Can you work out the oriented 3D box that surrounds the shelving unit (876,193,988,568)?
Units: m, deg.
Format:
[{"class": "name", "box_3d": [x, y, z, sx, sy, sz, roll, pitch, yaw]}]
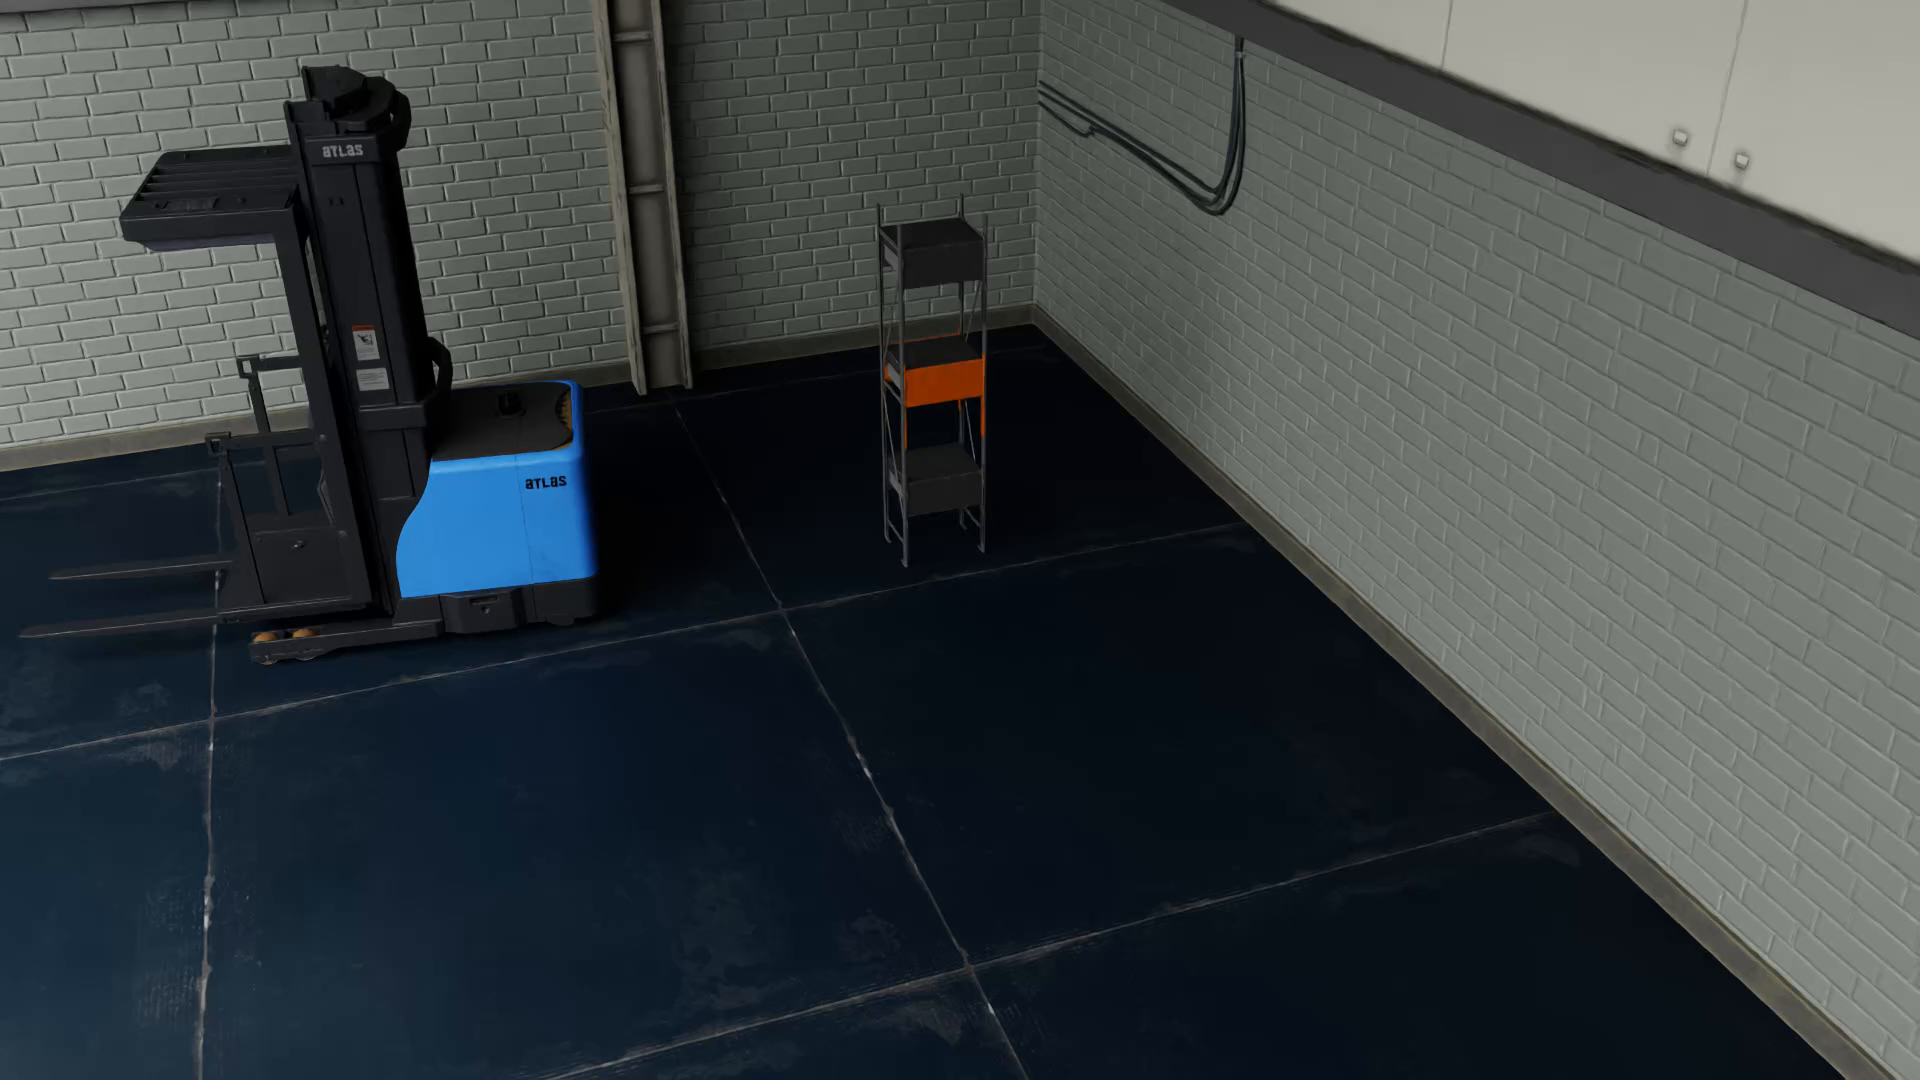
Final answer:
[{"class": "shelving unit", "box_3d": [-0.155, -0.884, 9.531, 0.503, 2.100, 0.431, -10, 31, -18]}]

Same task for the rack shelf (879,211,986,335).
[{"class": "rack shelf", "box_3d": [-0.155, -1.480, 9.191, 0.480, 0.518, 0.431, -10, 31, -18]}]

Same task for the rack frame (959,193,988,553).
[{"class": "rack frame", "box_3d": [0.074, -0.926, 9.605, 0.015, 2.100, 0.400, -10, 31, -18]}]

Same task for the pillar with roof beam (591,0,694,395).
[{"class": "pillar with roof beam", "box_3d": [-0.664, -3.053, 6.369, 0.400, 9.000, 9.100, -10, 31, -18]}]

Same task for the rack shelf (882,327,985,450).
[{"class": "rack shelf", "box_3d": [-0.155, -0.872, 9.537, 0.480, 0.518, 0.431, -10, 31, -18]}]

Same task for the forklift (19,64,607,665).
[{"class": "forklift", "box_3d": [-3.547, -0.891, 8.704, 3.031, 2.935, 1.130, -6, 30, -11]}]

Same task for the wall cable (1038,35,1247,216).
[{"class": "wall cable", "box_3d": [1.057, -3.596, 10.459, 0.112, 2.526, 3.097, -10, 31, -18]}]

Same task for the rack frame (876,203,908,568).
[{"class": "rack frame", "box_3d": [-0.384, -0.842, 9.457, 0.015, 2.100, 0.400, -10, 31, -18]}]

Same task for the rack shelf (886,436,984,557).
[{"class": "rack shelf", "box_3d": [-0.155, -0.264, 9.884, 0.480, 0.518, 0.431, -10, 31, -18]}]
